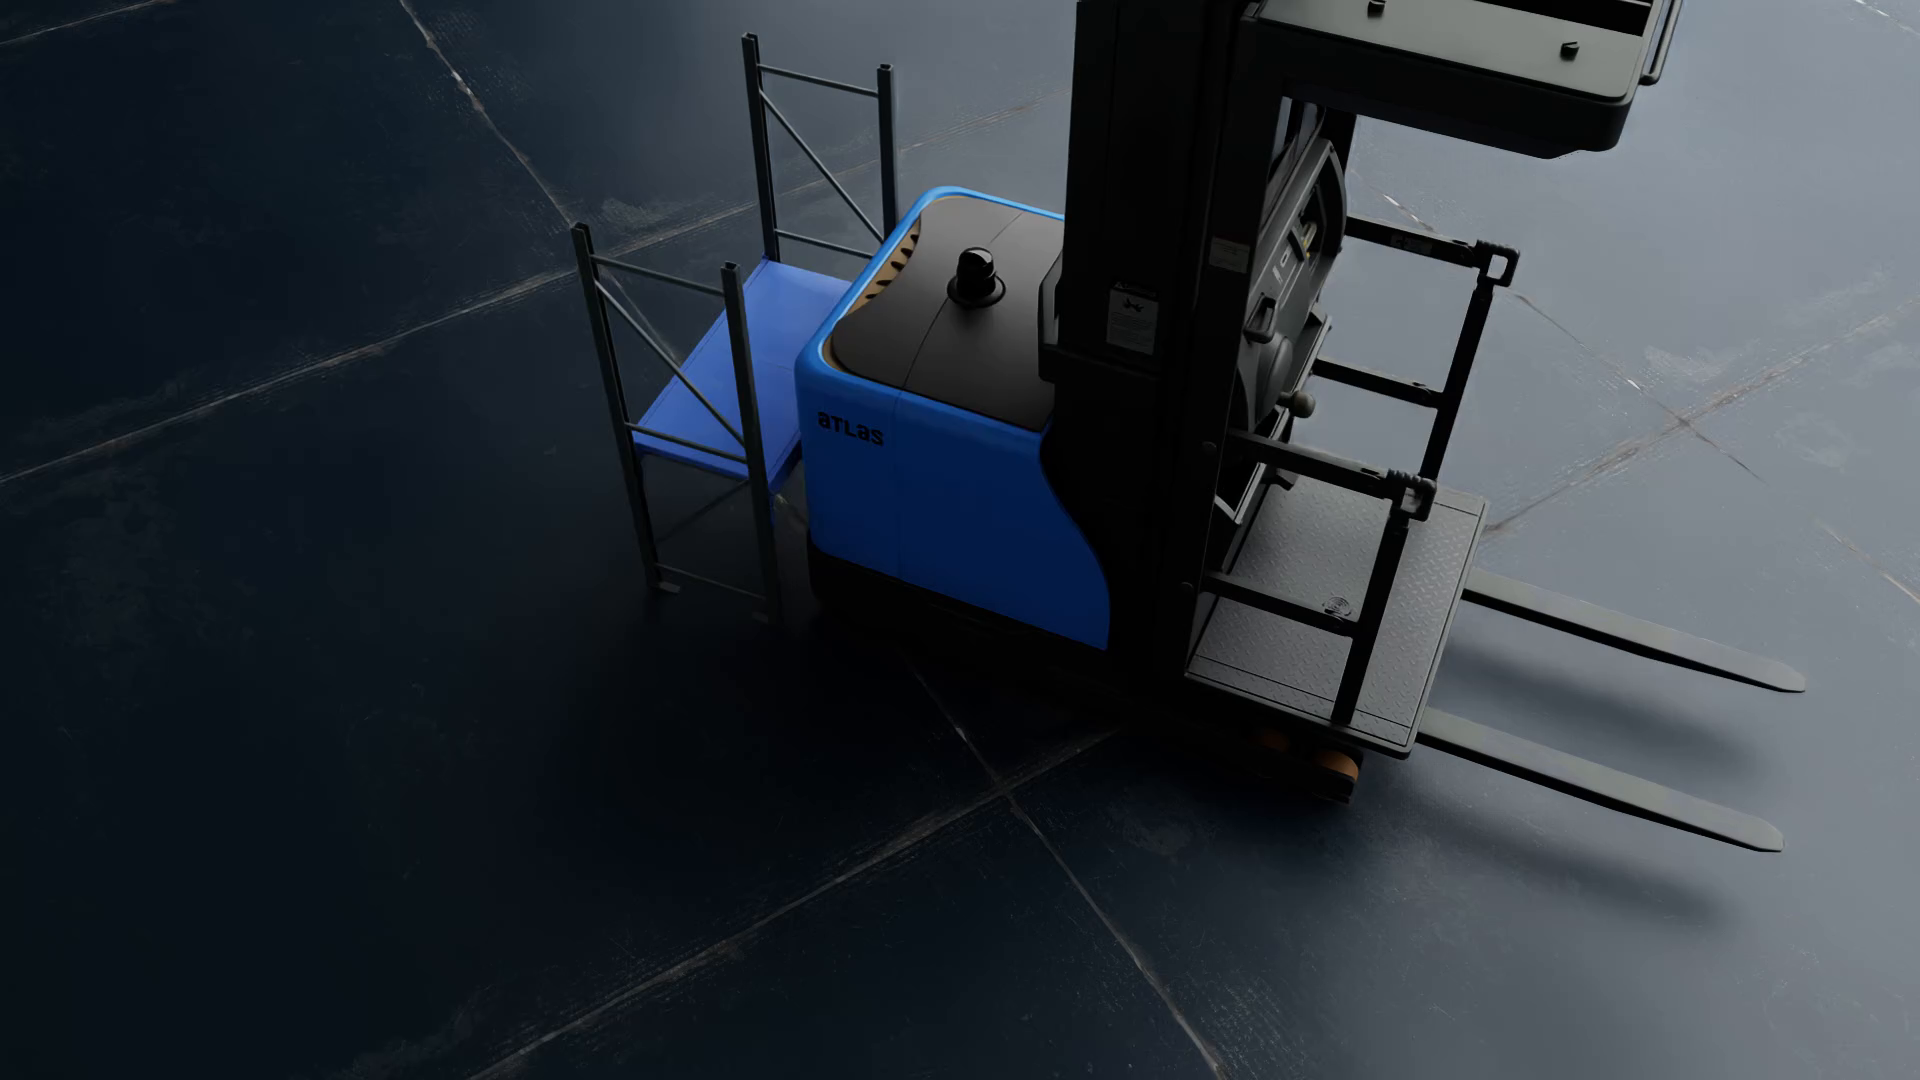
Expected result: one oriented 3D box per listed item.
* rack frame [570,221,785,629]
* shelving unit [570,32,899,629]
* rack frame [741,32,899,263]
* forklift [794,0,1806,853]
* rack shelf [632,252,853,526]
[{"bbox_3d":[-0.817,-0.287,5.001,0.500,1.500,0.032,17,50,14],"label":"rack frame"},{"bbox_3d":[-0.627,-0.639,5.314,0.538,1.500,1.048,17,50,14],"label":"shelving unit"},{"bbox_3d":[-0.437,-0.991,5.628,0.500,1.500,0.032,17,50,14],"label":"rack frame"},{"bbox_3d":[1.066,-0.641,4.358,3.031,2.935,1.130,19,51,16],"label":"forklift"},{"bbox_3d":[-0.627,-0.519,5.449,0.538,0.185,1.000,17,50,14],"label":"rack shelf"}]
